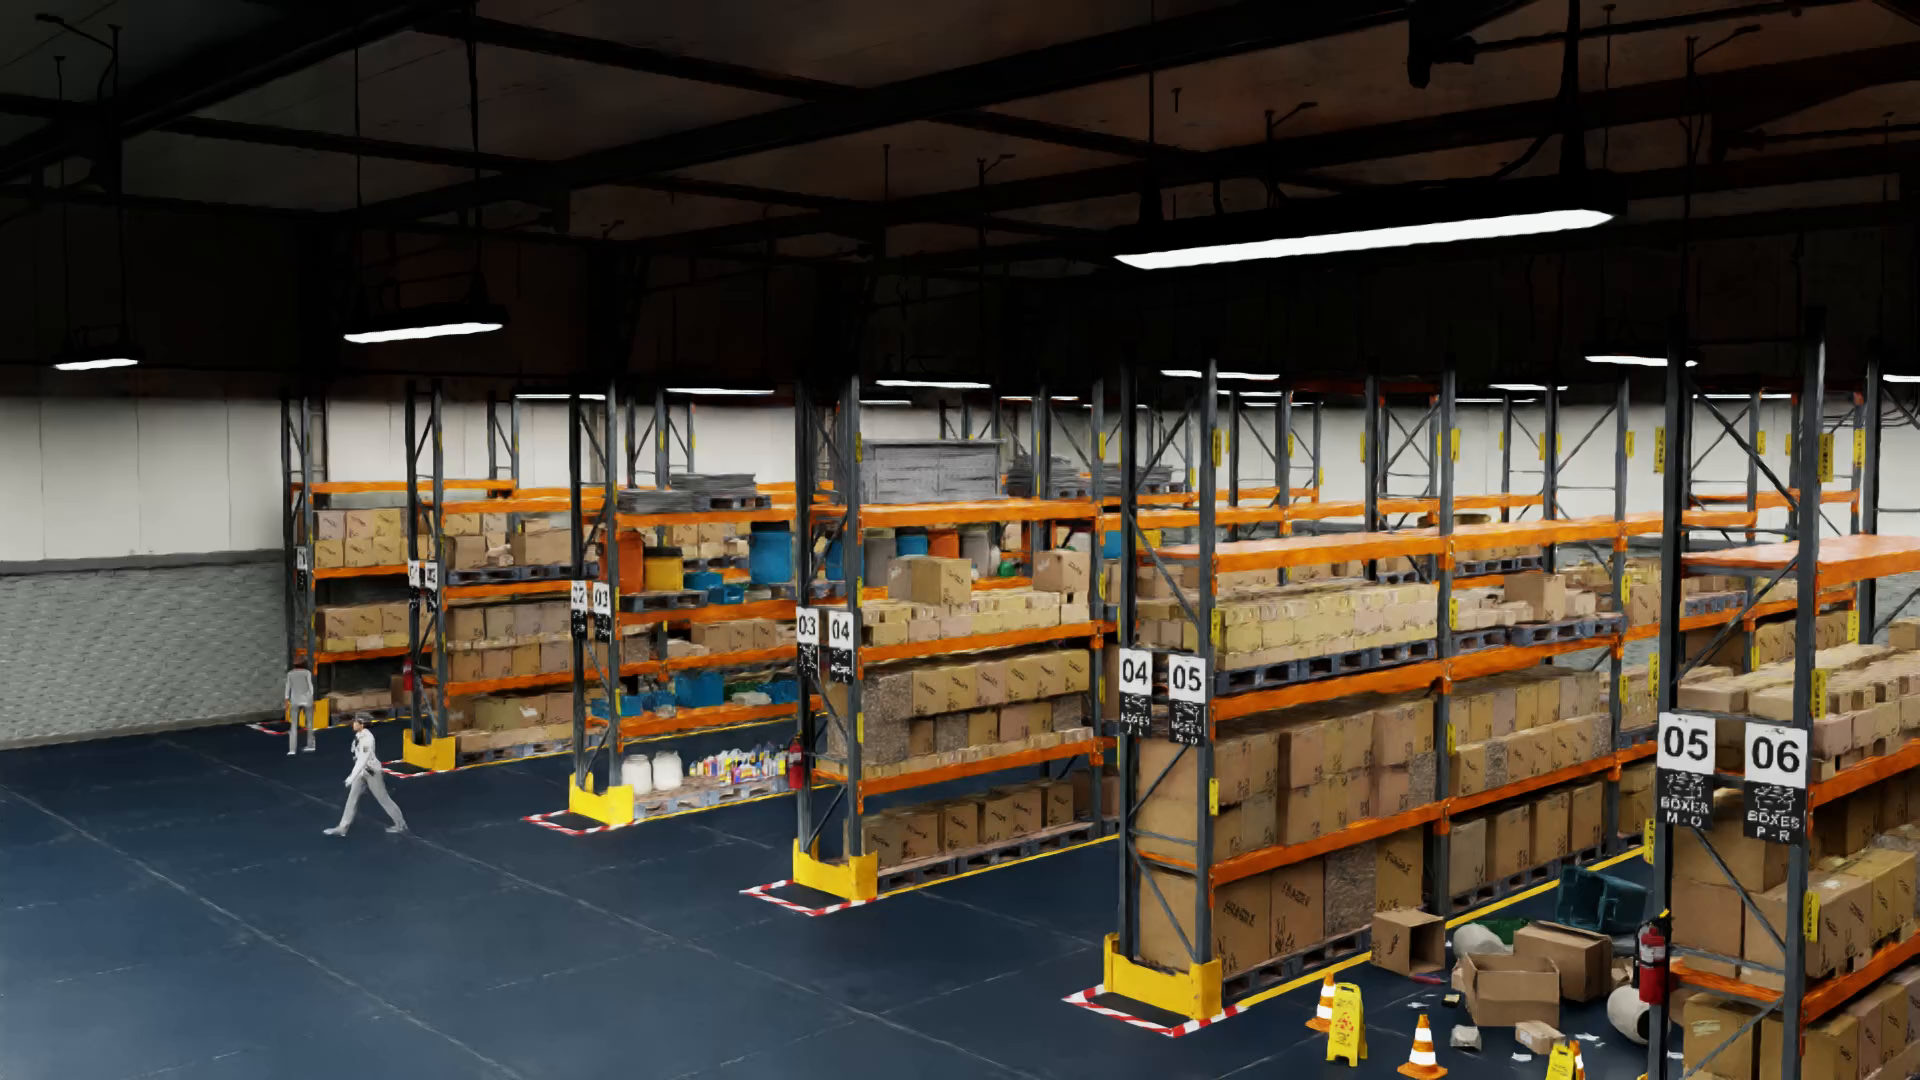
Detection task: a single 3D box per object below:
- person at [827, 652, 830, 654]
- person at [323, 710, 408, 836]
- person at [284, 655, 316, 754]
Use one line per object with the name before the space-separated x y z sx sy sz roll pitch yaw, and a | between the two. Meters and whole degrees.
person | -2.586 2.134 34.175 0.719 1.714 0.578 4 5 44
person | -7.613 2.976 21.287 0.997 1.621 0.482 -2 4 -34
person | -10.618 2.645 26.768 0.467 1.599 0.449 -1 4 -12
